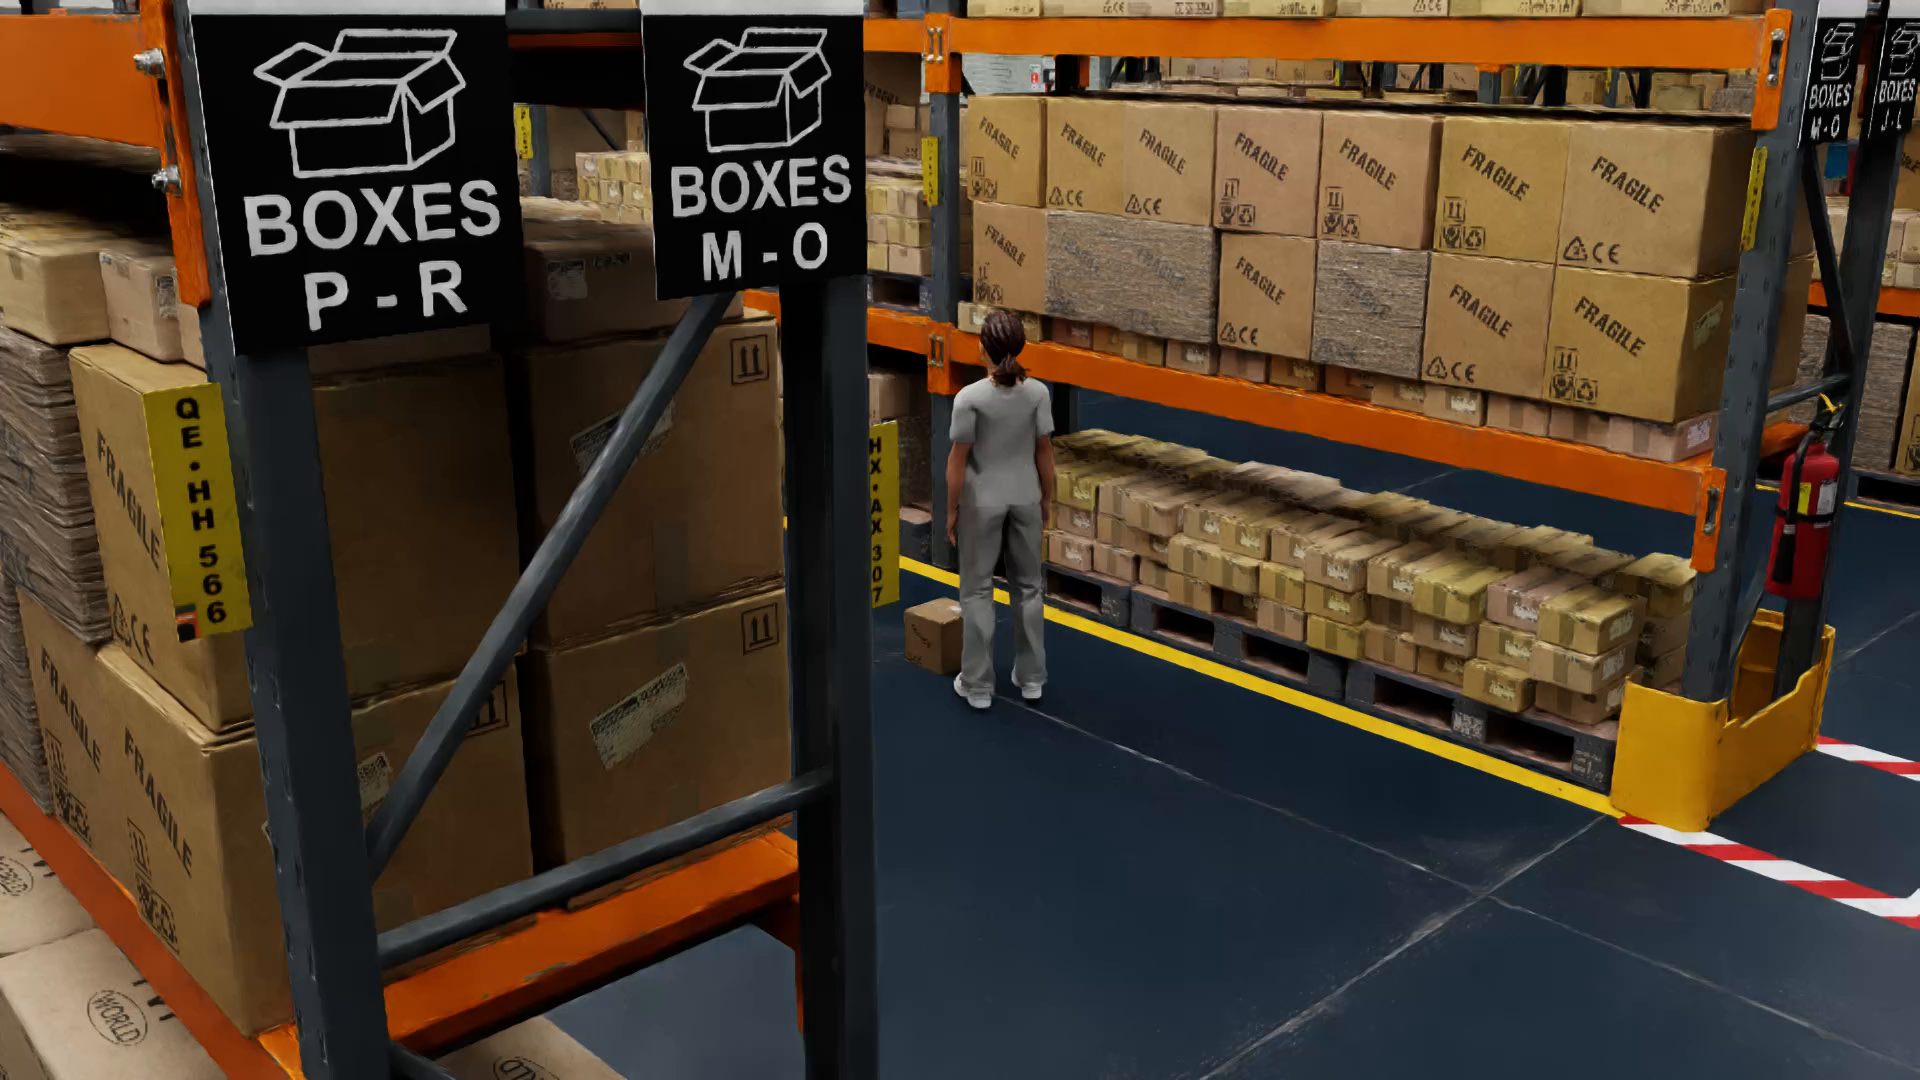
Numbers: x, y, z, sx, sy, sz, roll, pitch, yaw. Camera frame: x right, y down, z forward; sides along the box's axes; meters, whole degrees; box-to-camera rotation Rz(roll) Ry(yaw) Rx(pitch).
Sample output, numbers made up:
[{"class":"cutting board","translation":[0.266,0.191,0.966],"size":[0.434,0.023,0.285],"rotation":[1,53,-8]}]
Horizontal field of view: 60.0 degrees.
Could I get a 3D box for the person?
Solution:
[{"class":"person","translation":[0.160,-0.128,6.916],"size":[0.465,1.670,0.397],"rotation":[-5,18,-16]}]
